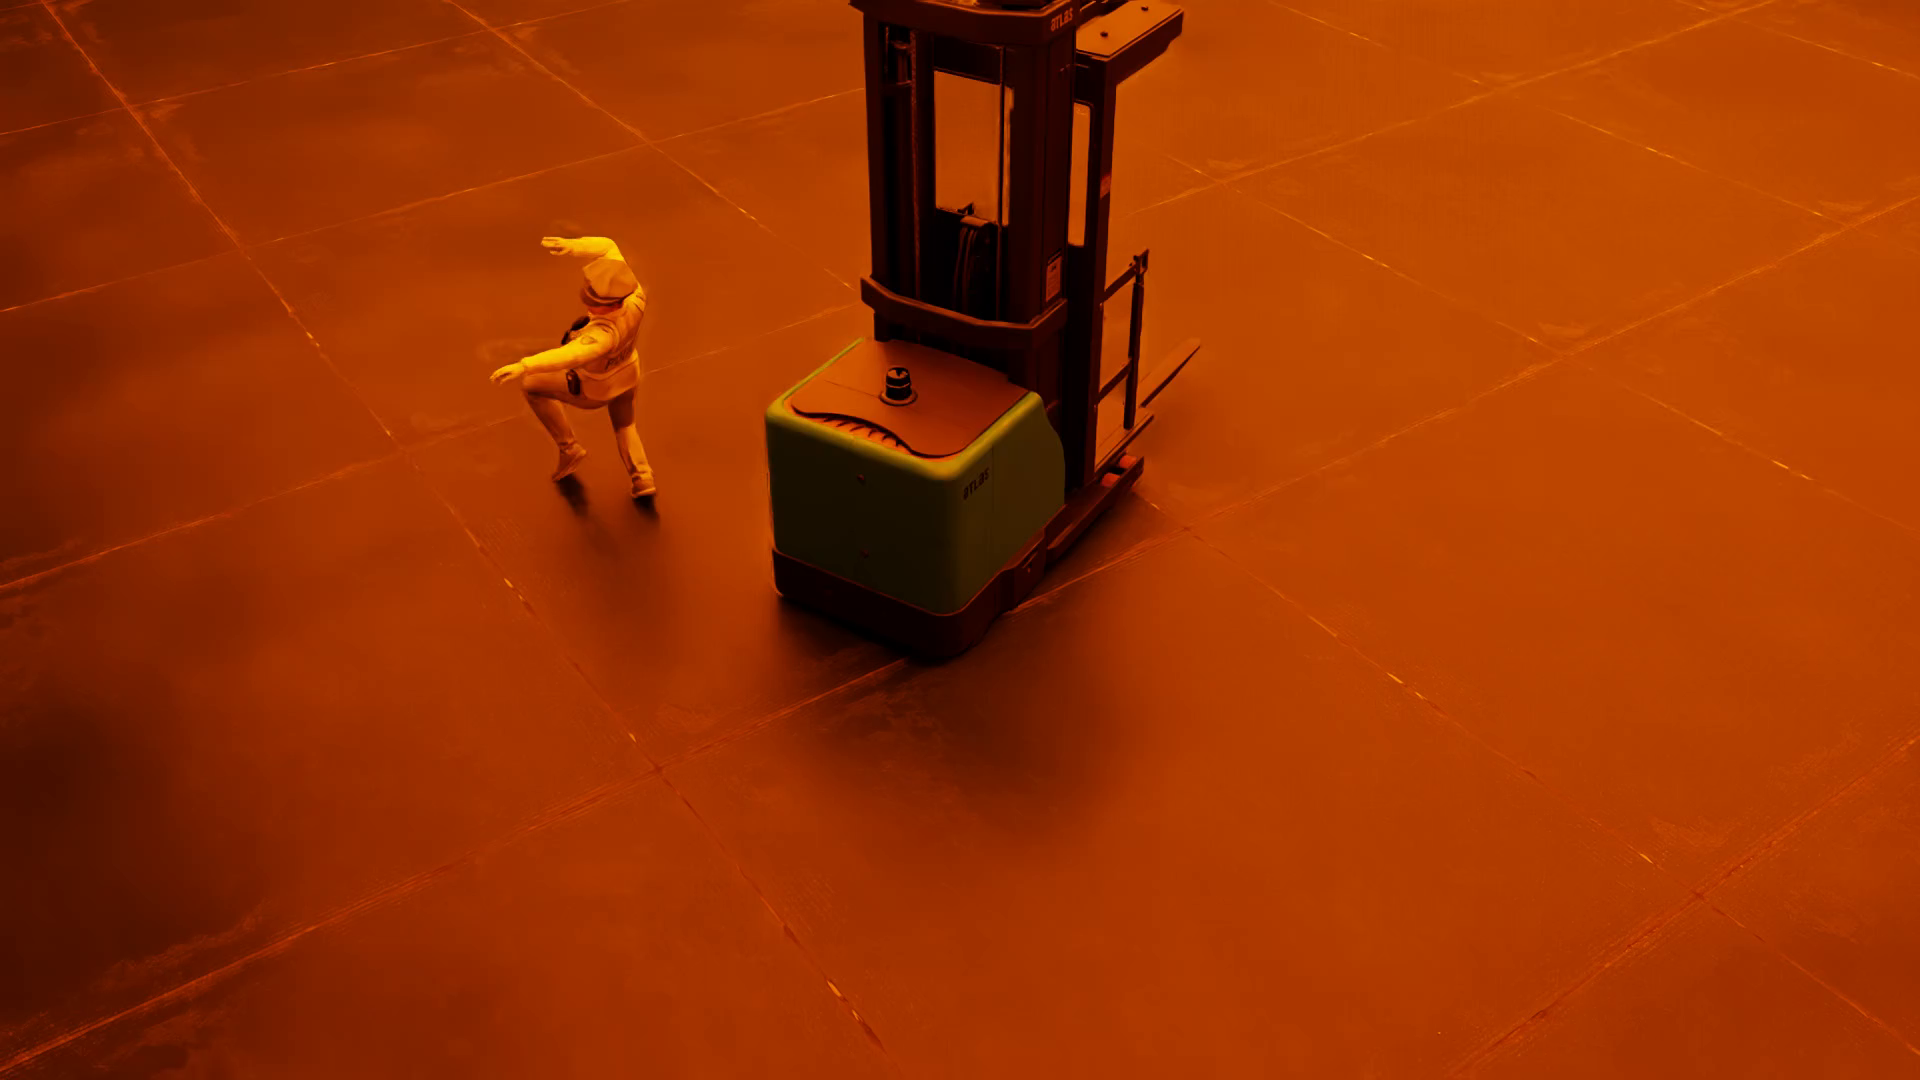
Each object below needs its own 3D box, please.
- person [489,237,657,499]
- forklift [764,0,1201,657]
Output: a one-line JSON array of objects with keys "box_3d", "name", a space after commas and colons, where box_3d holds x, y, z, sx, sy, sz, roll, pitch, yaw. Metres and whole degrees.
[{"box_3d": [-2.021, -0.759, 8.225, 0.829, 1.494, 1.002, 27, 44, 32], "name": "person"}, {"box_3d": [0.313, -1.494, 7.965, 1.130, 2.935, 3.031, 20, 41, 25], "name": "forklift"}]
